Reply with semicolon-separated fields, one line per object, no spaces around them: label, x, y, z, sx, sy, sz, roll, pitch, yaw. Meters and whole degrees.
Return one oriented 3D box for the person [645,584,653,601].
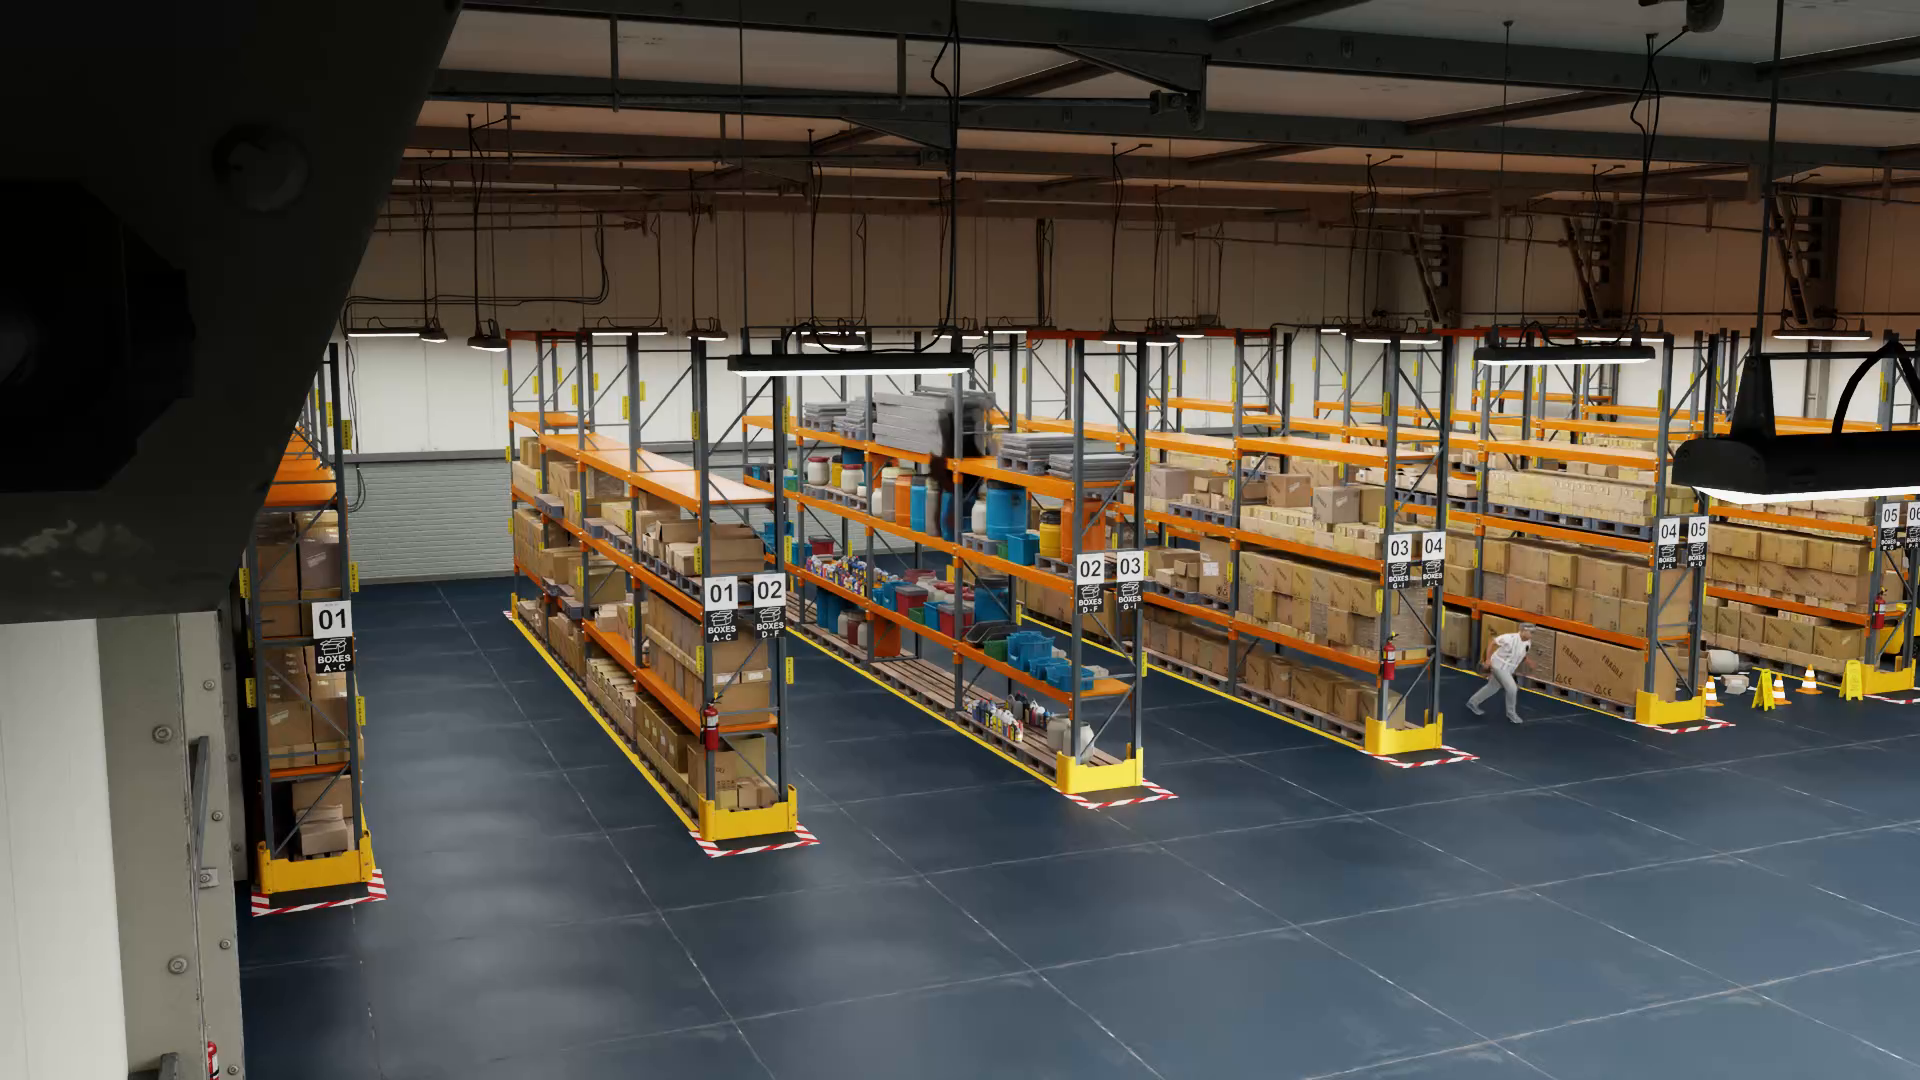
person;-6.163;0.882;33.627;0.658;1.834;0.853;-4;9;-29

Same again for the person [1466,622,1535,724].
person;8.456;2.013;25.999;0.287;1.582;1.055;-7;10;-41
